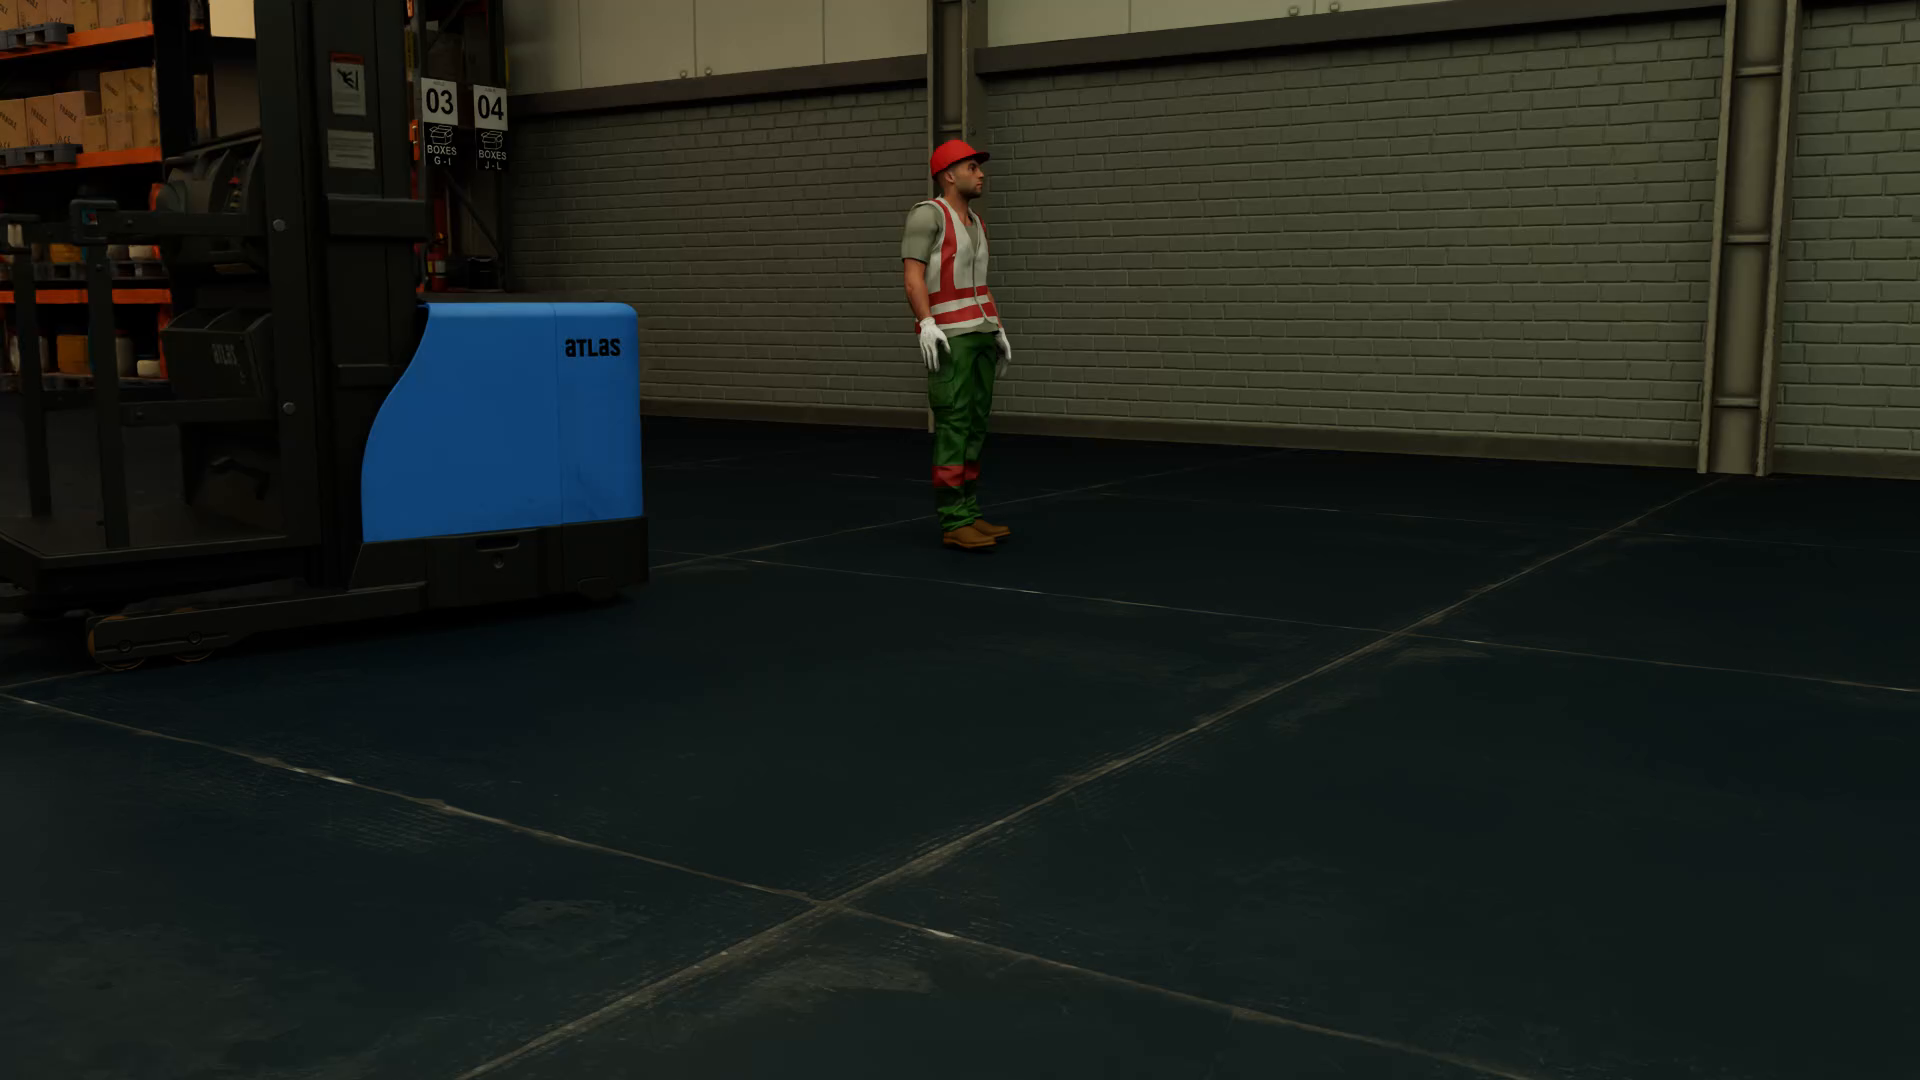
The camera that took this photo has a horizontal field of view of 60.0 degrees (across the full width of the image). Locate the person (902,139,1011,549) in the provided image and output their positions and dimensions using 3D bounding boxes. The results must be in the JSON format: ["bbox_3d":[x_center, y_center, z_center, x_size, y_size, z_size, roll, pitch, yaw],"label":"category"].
[{"bbox_3d":[0.059,-0.885,7.422,0.564,1.787,0.637,5,10,34],"label":"person"}]

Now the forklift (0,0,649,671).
[{"bbox_3d":[-2.584,-1.148,5.263,3.031,2.935,1.130,-7,11,-40],"label":"forklift"}]
